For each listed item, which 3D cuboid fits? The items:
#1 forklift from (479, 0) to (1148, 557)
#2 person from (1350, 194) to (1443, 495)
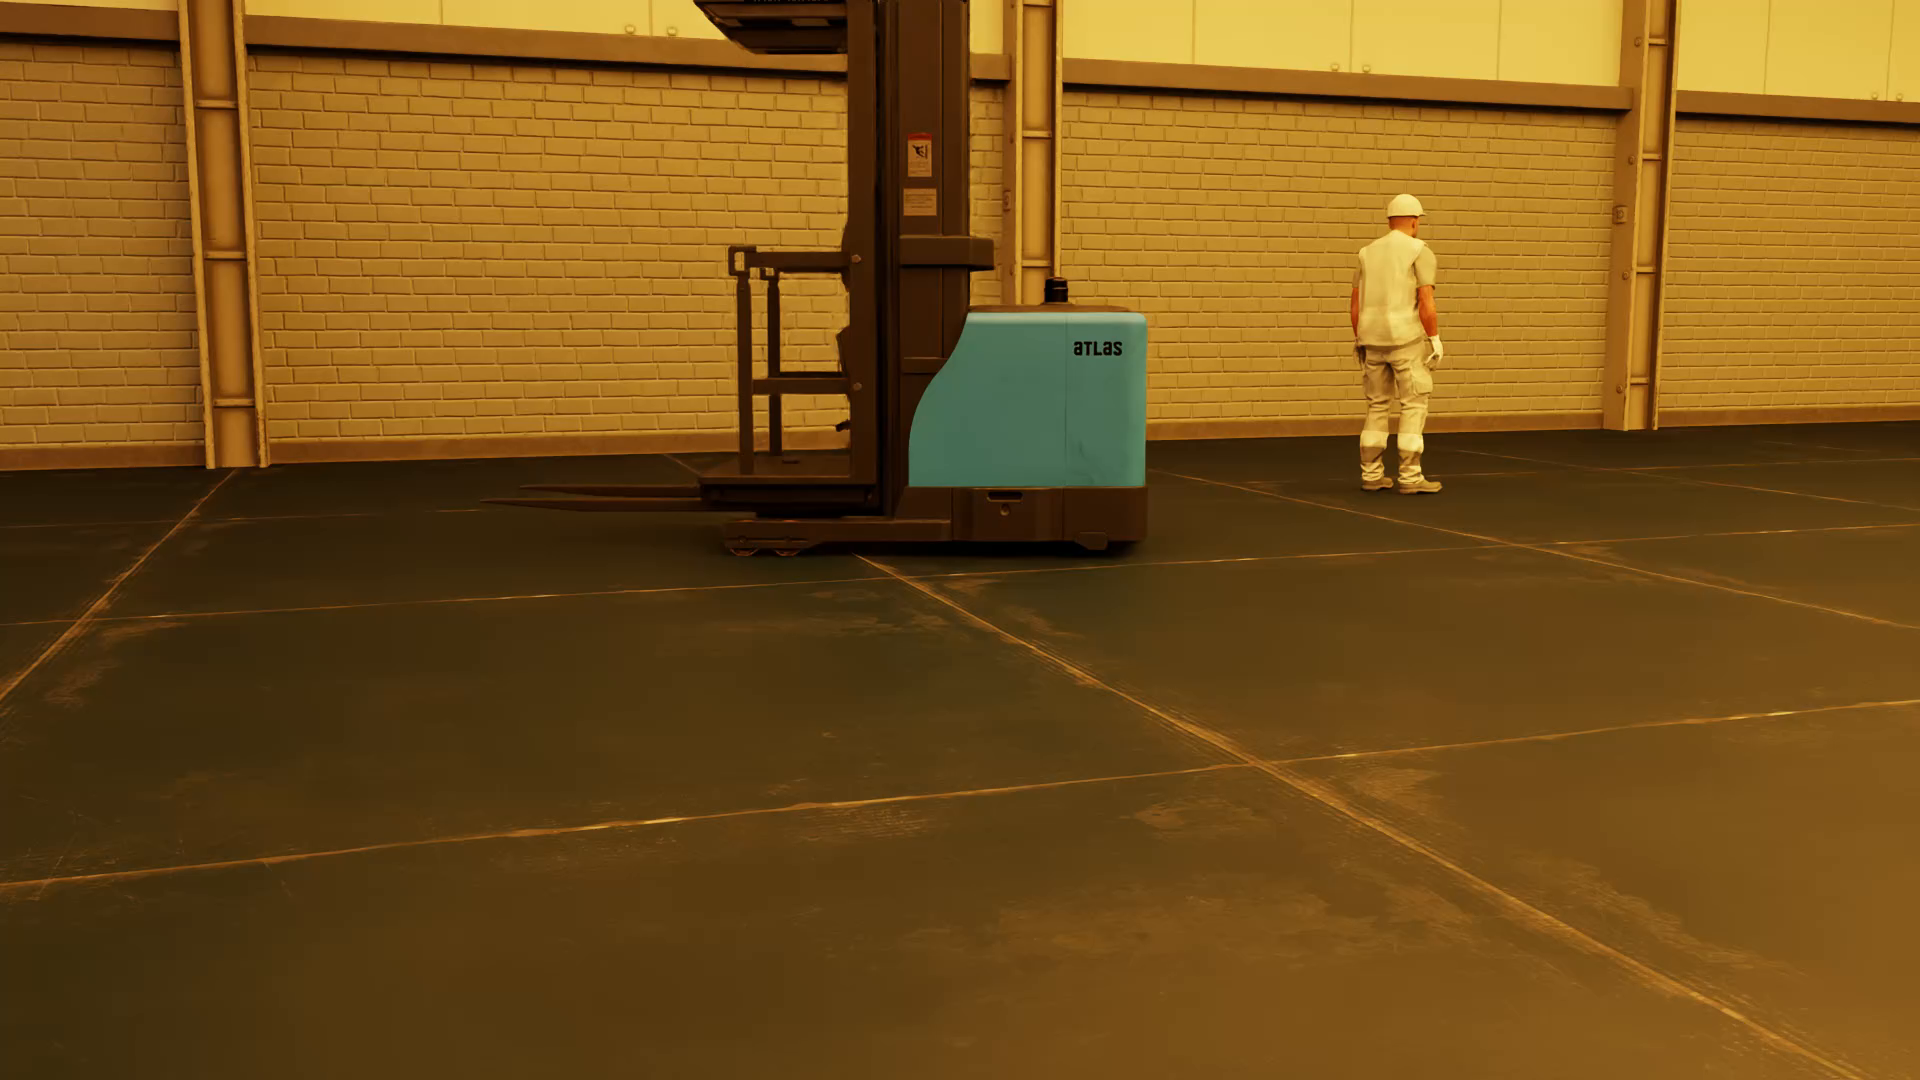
[{"bbox_3d":[-0.671,-1.449,7.705,3.031,2.935,1.130,0,8,1],"label":"forklift"},{"bbox_3d":[2.630,-1.175,9.985,0.451,1.777,0.597,-6,10,-40],"label":"person"}]
